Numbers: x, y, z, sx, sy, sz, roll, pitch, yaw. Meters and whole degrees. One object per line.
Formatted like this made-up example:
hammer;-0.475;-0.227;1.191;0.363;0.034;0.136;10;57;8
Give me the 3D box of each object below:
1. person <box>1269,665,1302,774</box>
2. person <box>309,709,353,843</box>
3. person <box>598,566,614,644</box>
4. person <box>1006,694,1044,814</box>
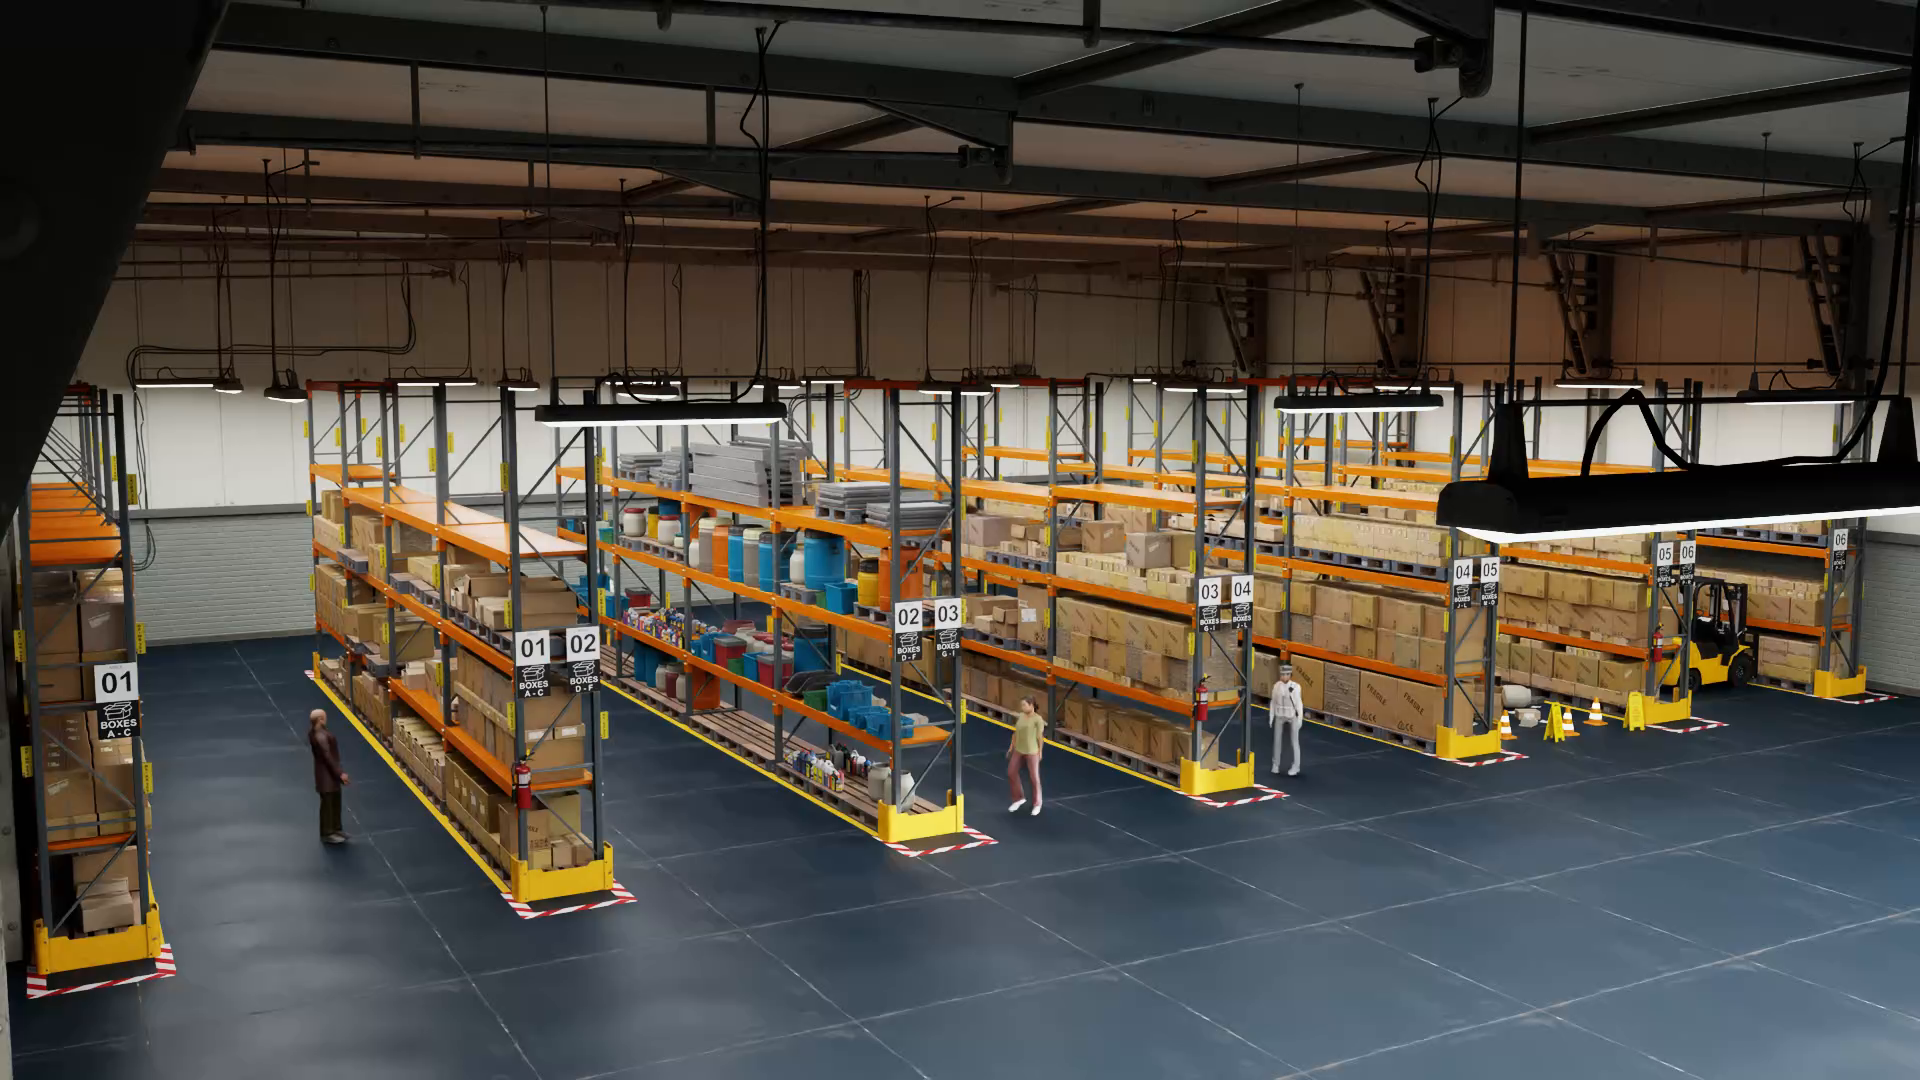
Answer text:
person;5.024;2.766;25.707;0.521;1.674;0.386;3;7;25
person;-8.334;3.125;22.044;0.593;1.819;0.656;-1;6;-6
person;-8.012;1.488;37.487;0.583;1.816;0.436;-2;6;-18
person;0.915;3.001;23.402;0.521;1.682;0.353;4;7;32
